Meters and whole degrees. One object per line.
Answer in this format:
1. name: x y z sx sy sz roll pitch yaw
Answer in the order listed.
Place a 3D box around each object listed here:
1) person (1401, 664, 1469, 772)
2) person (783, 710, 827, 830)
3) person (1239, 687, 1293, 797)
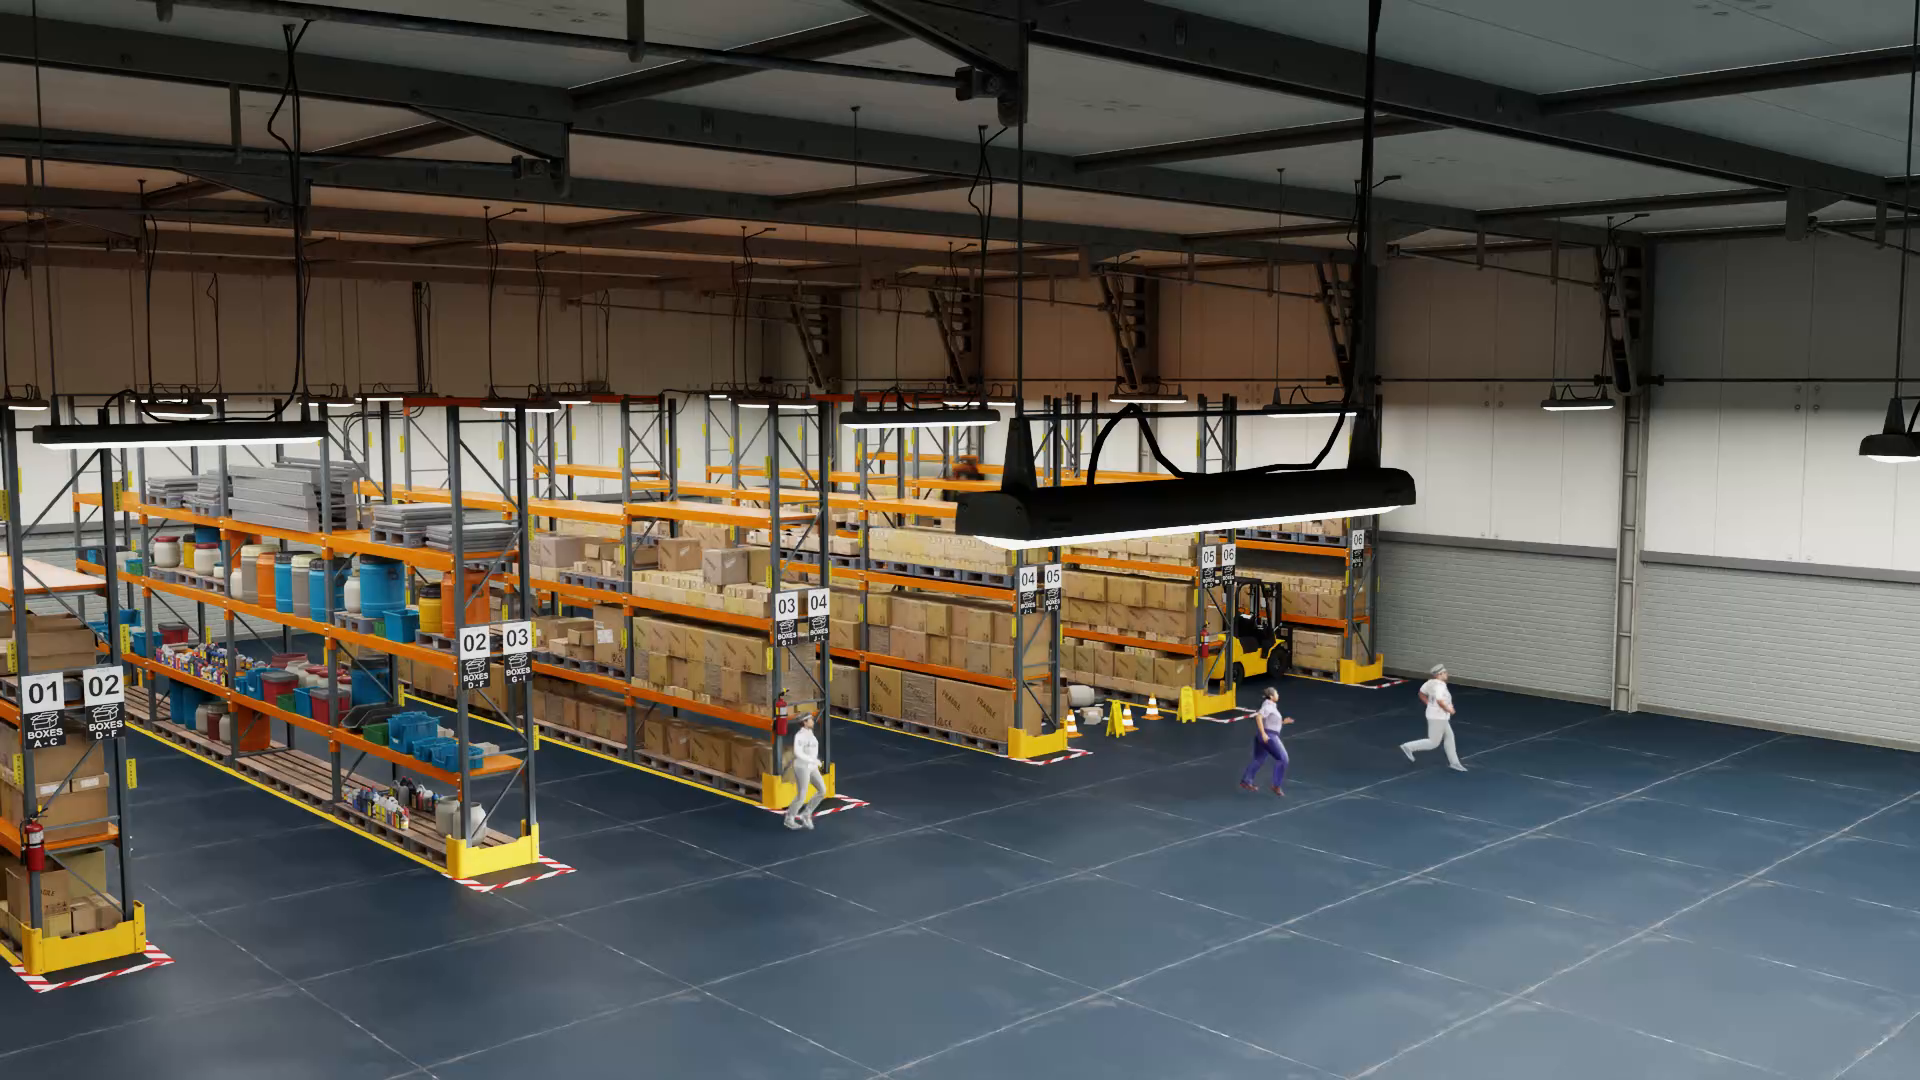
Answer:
1. person: 7.689 2.882 26.837 1.099 1.792 0.633 1 6 6
2. person: -2.156 3.237 23.500 0.582 1.676 0.684 2 6 18
3. person: 4.677 3.075 25.304 0.822 1.706 0.571 -1 6 -7
